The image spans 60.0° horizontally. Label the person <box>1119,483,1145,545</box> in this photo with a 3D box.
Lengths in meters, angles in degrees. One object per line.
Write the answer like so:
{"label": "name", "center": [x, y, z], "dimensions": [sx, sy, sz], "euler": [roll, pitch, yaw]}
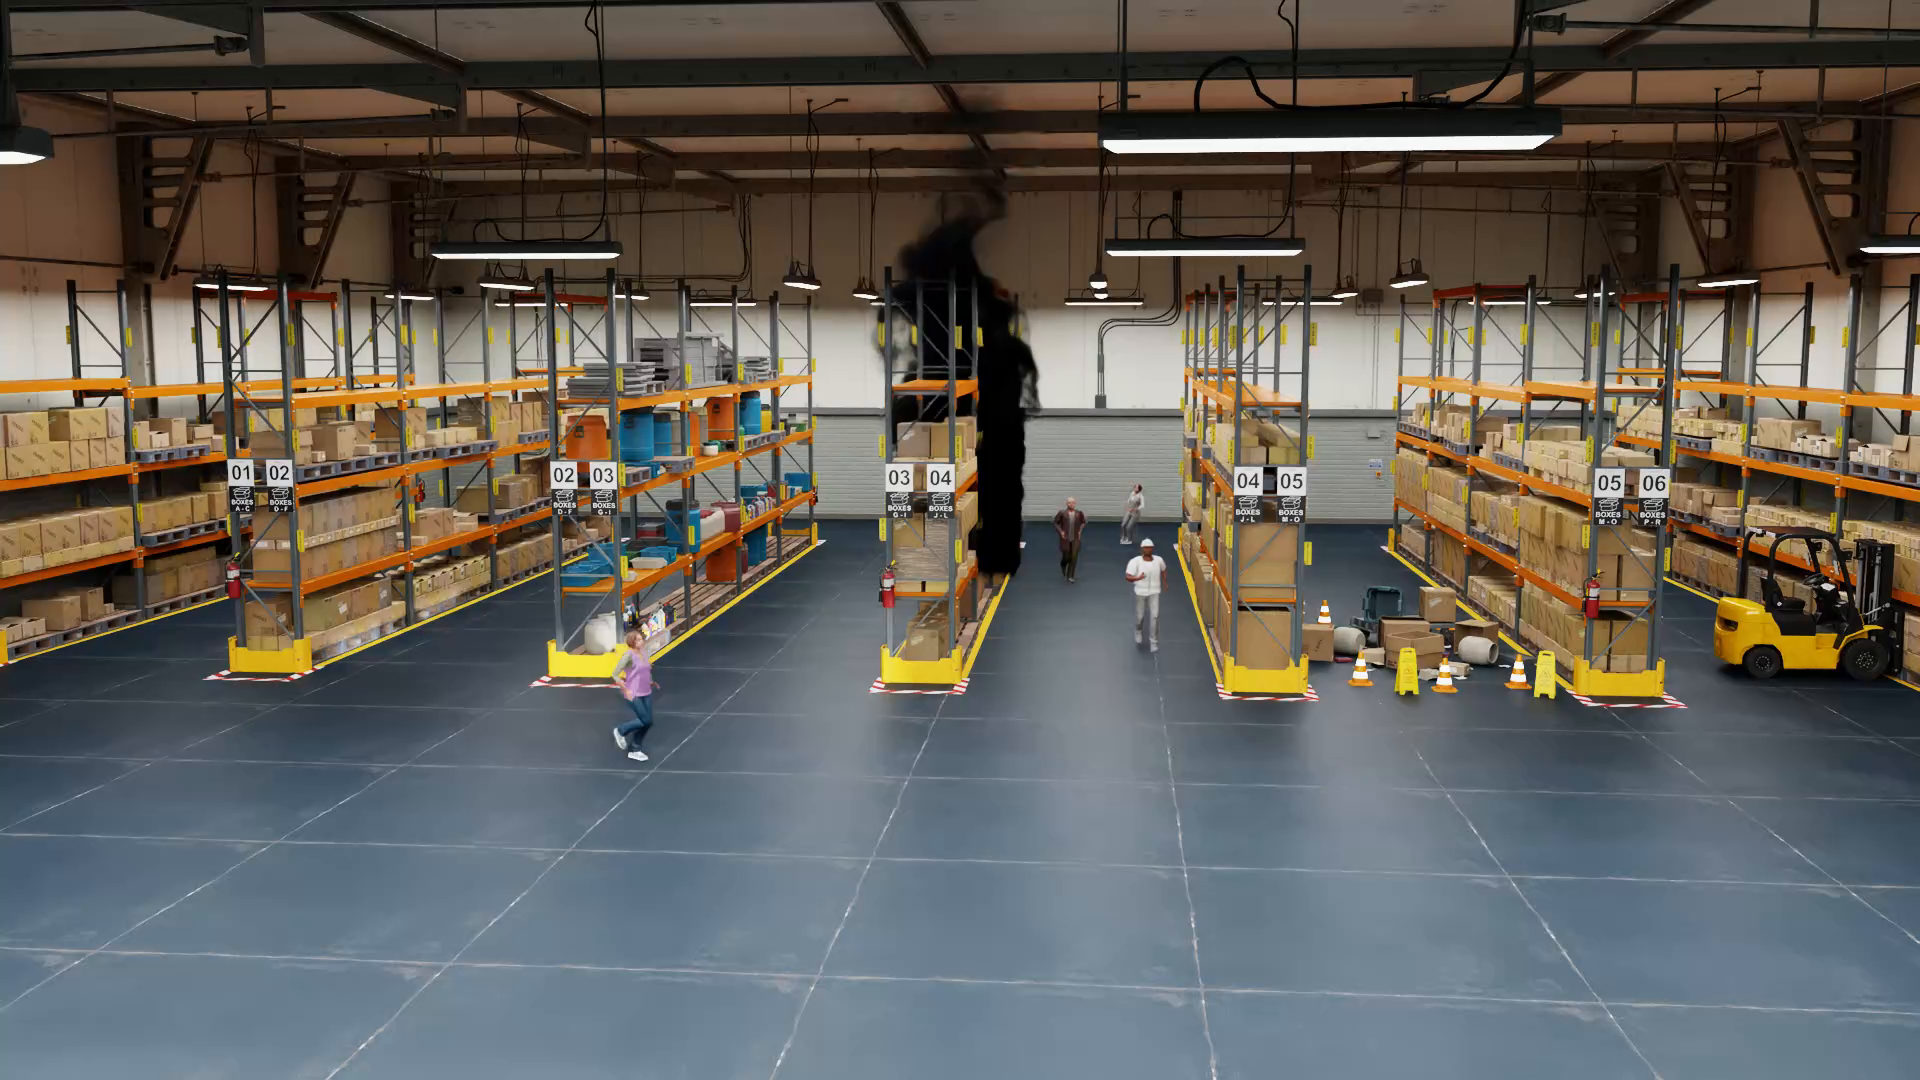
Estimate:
{"label": "person", "center": [4.133, -0.615, 40.095], "dimensions": [0.681, 1.520, 0.475], "euler": [6, 9, 41]}

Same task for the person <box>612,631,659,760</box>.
{"label": "person", "center": [-3.836, 1.849, 19.746], "dimensions": [0.544, 1.555, 0.536], "euler": [3, 8, 26]}

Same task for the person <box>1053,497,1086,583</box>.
{"label": "person", "center": [2.257, -0.008, 34.141], "dimensions": [0.702, 1.743, 0.820], "euler": [-1, 7, -7]}

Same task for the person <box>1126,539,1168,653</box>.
{"label": "person", "center": [3.004, 0.861, 26.685], "dimensions": [0.697, 1.760, 0.951], "euler": [0, 7, -2]}
